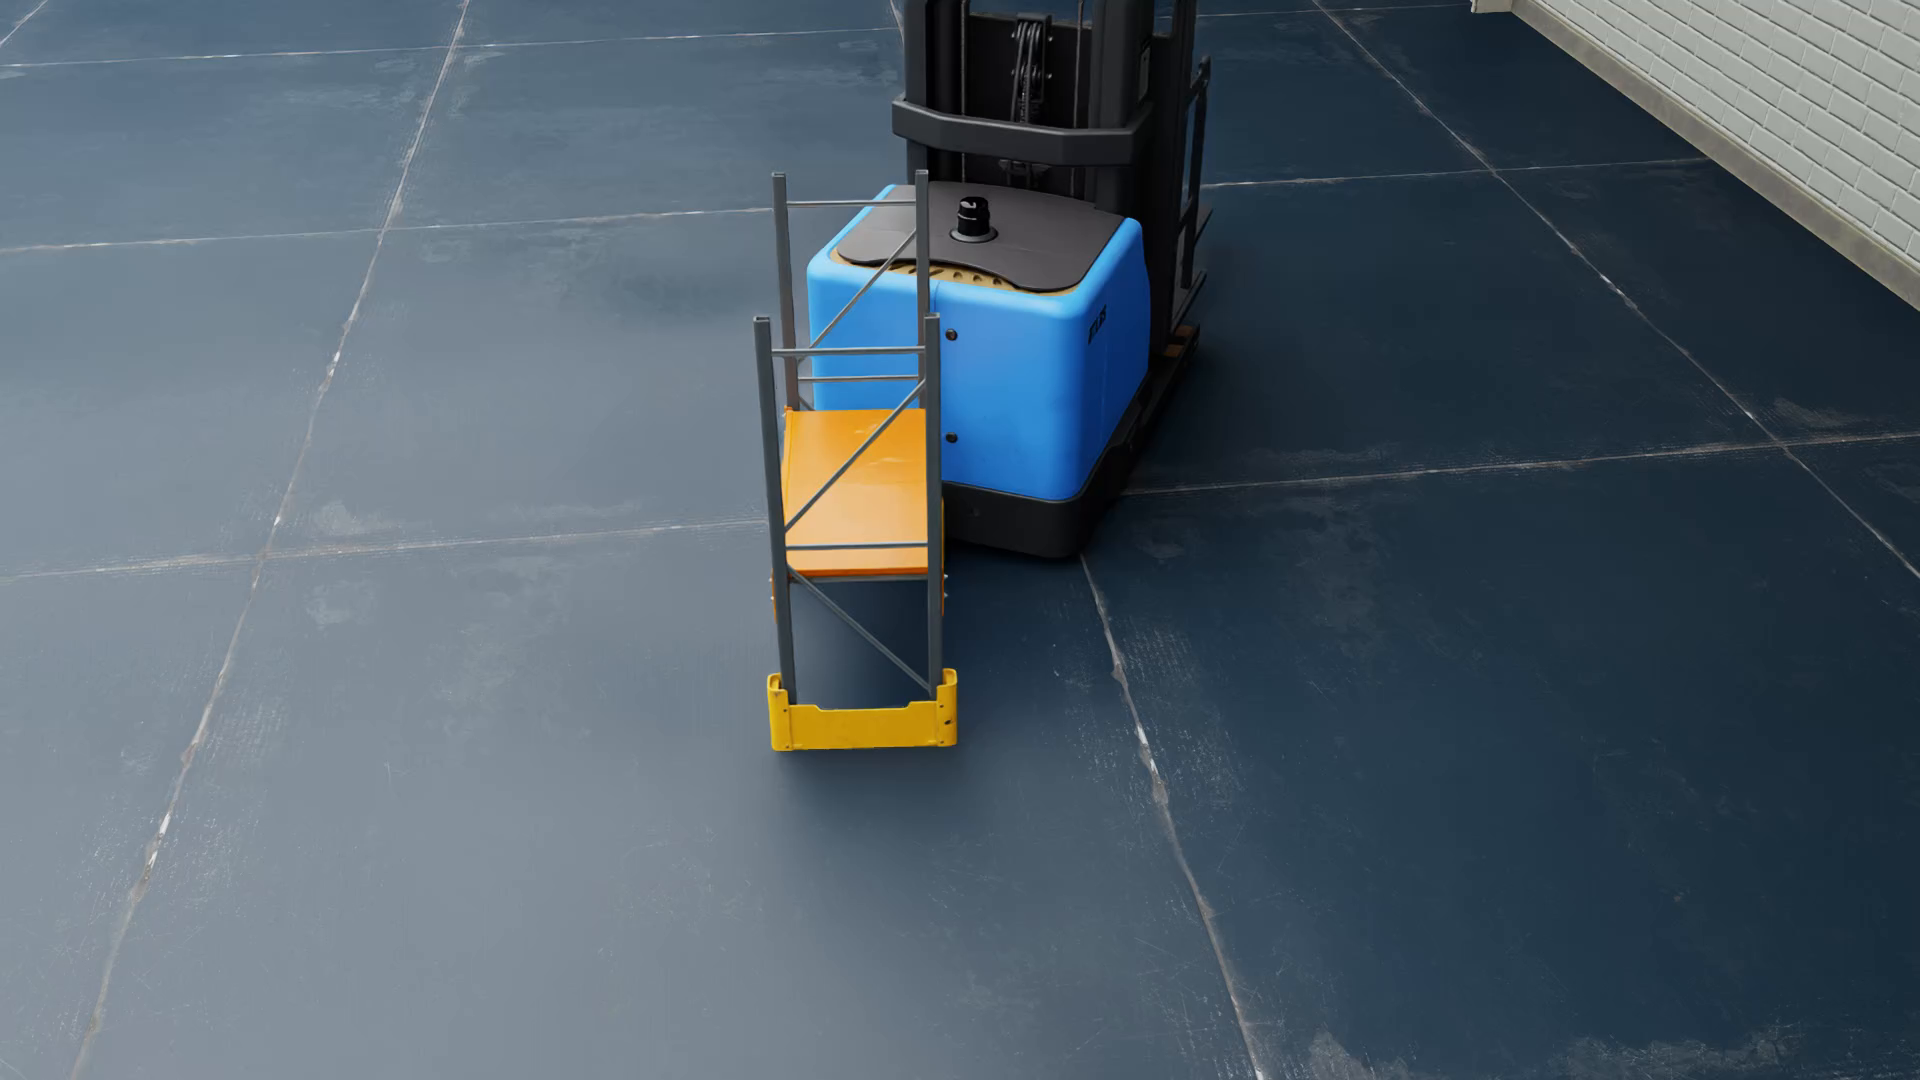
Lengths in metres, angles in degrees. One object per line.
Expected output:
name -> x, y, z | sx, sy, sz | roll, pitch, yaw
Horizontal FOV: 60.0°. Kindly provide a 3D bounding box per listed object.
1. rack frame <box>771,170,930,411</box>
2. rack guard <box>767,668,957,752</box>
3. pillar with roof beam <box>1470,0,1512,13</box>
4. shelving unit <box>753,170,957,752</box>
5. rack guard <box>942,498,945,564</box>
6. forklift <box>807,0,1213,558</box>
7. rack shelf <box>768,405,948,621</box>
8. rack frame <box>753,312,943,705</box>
rack frame -> -0.350, -0.551, 5.727 | 0.500, 1.500, 0.032 | -1, 34, -2
rack guard -> -0.304, 0.536, 5.241 | 0.587, 0.250, 0.087 | -1, 34, -2
pillar with roof beam -> -0.530, -7.219, 8.852 | 9.100, 9.000, 0.400 | -4, 35, -6
shelving unit -> -0.327, -0.260, 5.300 | 0.587, 1.500, 1.083 | -1, 34, -2
rack guard -> -0.349, -0.024, 6.063 | 0.587, 0.250, 0.087 | -1, 34, -2
forklift -> 0.428, -1.970, 6.539 | 1.130, 2.935, 3.031 | 12, 36, 16
rack shelf -> -0.327, -0.117, 5.409 | 0.538, 0.185, 1.000 | -1, 34, -2
rack frame -> -0.304, 0.021, 4.888 | 0.500, 1.500, 0.032 | -1, 34, -2
